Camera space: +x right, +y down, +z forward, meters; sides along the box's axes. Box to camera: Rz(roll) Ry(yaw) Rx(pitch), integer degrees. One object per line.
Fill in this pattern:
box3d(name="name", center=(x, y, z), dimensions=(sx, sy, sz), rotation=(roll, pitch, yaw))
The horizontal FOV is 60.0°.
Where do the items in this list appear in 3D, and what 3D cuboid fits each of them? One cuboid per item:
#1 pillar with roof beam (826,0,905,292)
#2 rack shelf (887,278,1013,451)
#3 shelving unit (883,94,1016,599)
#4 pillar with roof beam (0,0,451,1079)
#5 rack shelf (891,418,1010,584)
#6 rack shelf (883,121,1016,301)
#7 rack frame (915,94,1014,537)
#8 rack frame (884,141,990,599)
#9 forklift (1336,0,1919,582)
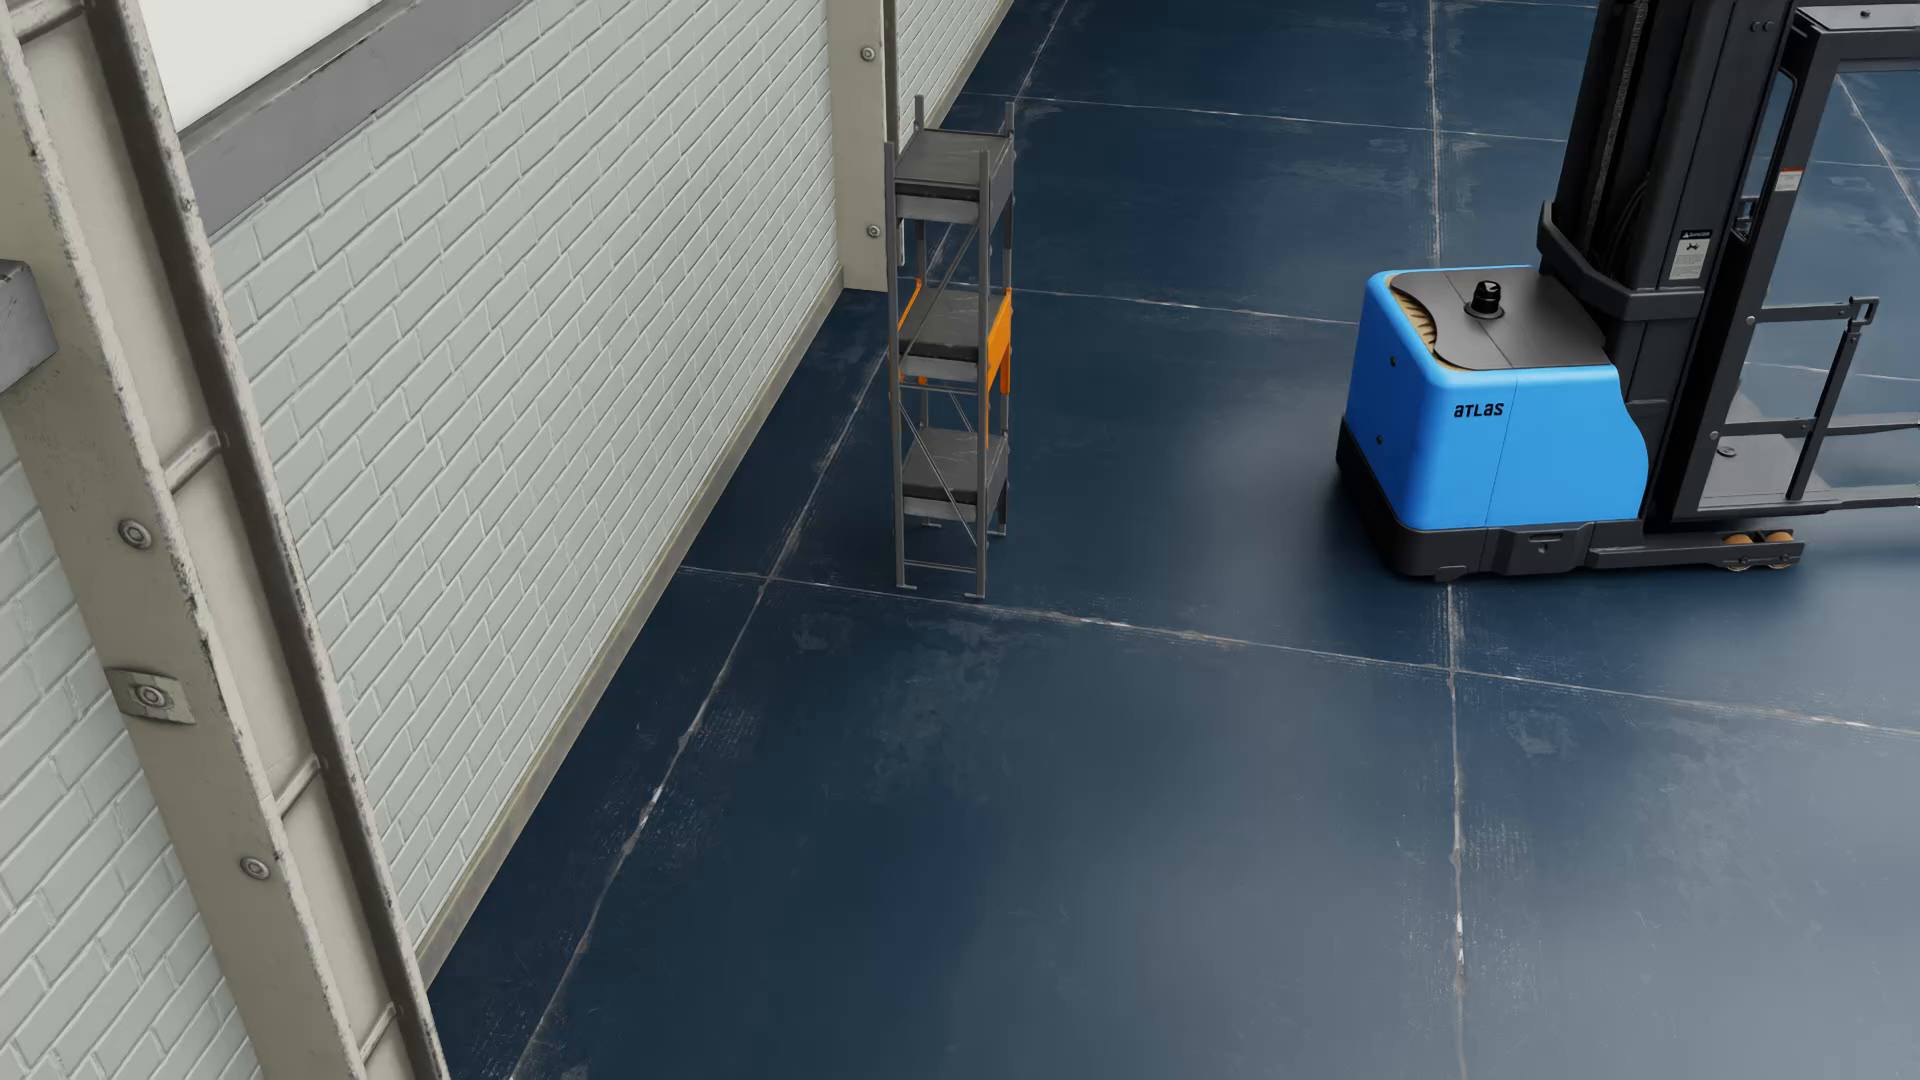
box3d(name="pillar with roof beam", center=(3.678, -4.692, 6.556), dimensions=(9.100, 9.000, 0.400), rotation=(7, 37, 10))
box3d(name="rack shelf", center=(-0.035, -0.744, 7.011), dimensions=(0.431, 0.518, 0.480), rotation=(7, 37, 10))
box3d(name="shelving unit", center=(-0.035, -0.755, 7.003), dimensions=(0.431, 2.100, 0.503), rotation=(7, 37, 10))
box3d(name="pillar with roof beam", center=(2.397, -1.252, 1.810), dimensions=(9.100, 9.000, 0.400), rotation=(7, 37, 10))
box3d(name="rack shelf", center=(-0.035, -0.177, 7.422), dimensions=(0.431, 0.518, 0.480), rotation=(7, 37, 10))
box3d(name="rack shelf", center=(-0.035, -1.311, 6.600), dimensions=(0.431, 0.518, 0.480), rotation=(7, 37, 10))
box3d(name="rack frame", center=(0.017, -0.895, 7.196), dimensions=(0.400, 2.100, 0.015), rotation=(7, 37, 10))
box3d(name="rack frame", center=(-0.087, -0.615, 6.810), dimensions=(0.400, 2.100, 0.015), rotation=(7, 37, 10))
box3d(name="forklift", center=(3.394, -1.353, 7.119), dimensions=(3.031, 2.935, 1.130), rotation=(-3, 36, -4))
